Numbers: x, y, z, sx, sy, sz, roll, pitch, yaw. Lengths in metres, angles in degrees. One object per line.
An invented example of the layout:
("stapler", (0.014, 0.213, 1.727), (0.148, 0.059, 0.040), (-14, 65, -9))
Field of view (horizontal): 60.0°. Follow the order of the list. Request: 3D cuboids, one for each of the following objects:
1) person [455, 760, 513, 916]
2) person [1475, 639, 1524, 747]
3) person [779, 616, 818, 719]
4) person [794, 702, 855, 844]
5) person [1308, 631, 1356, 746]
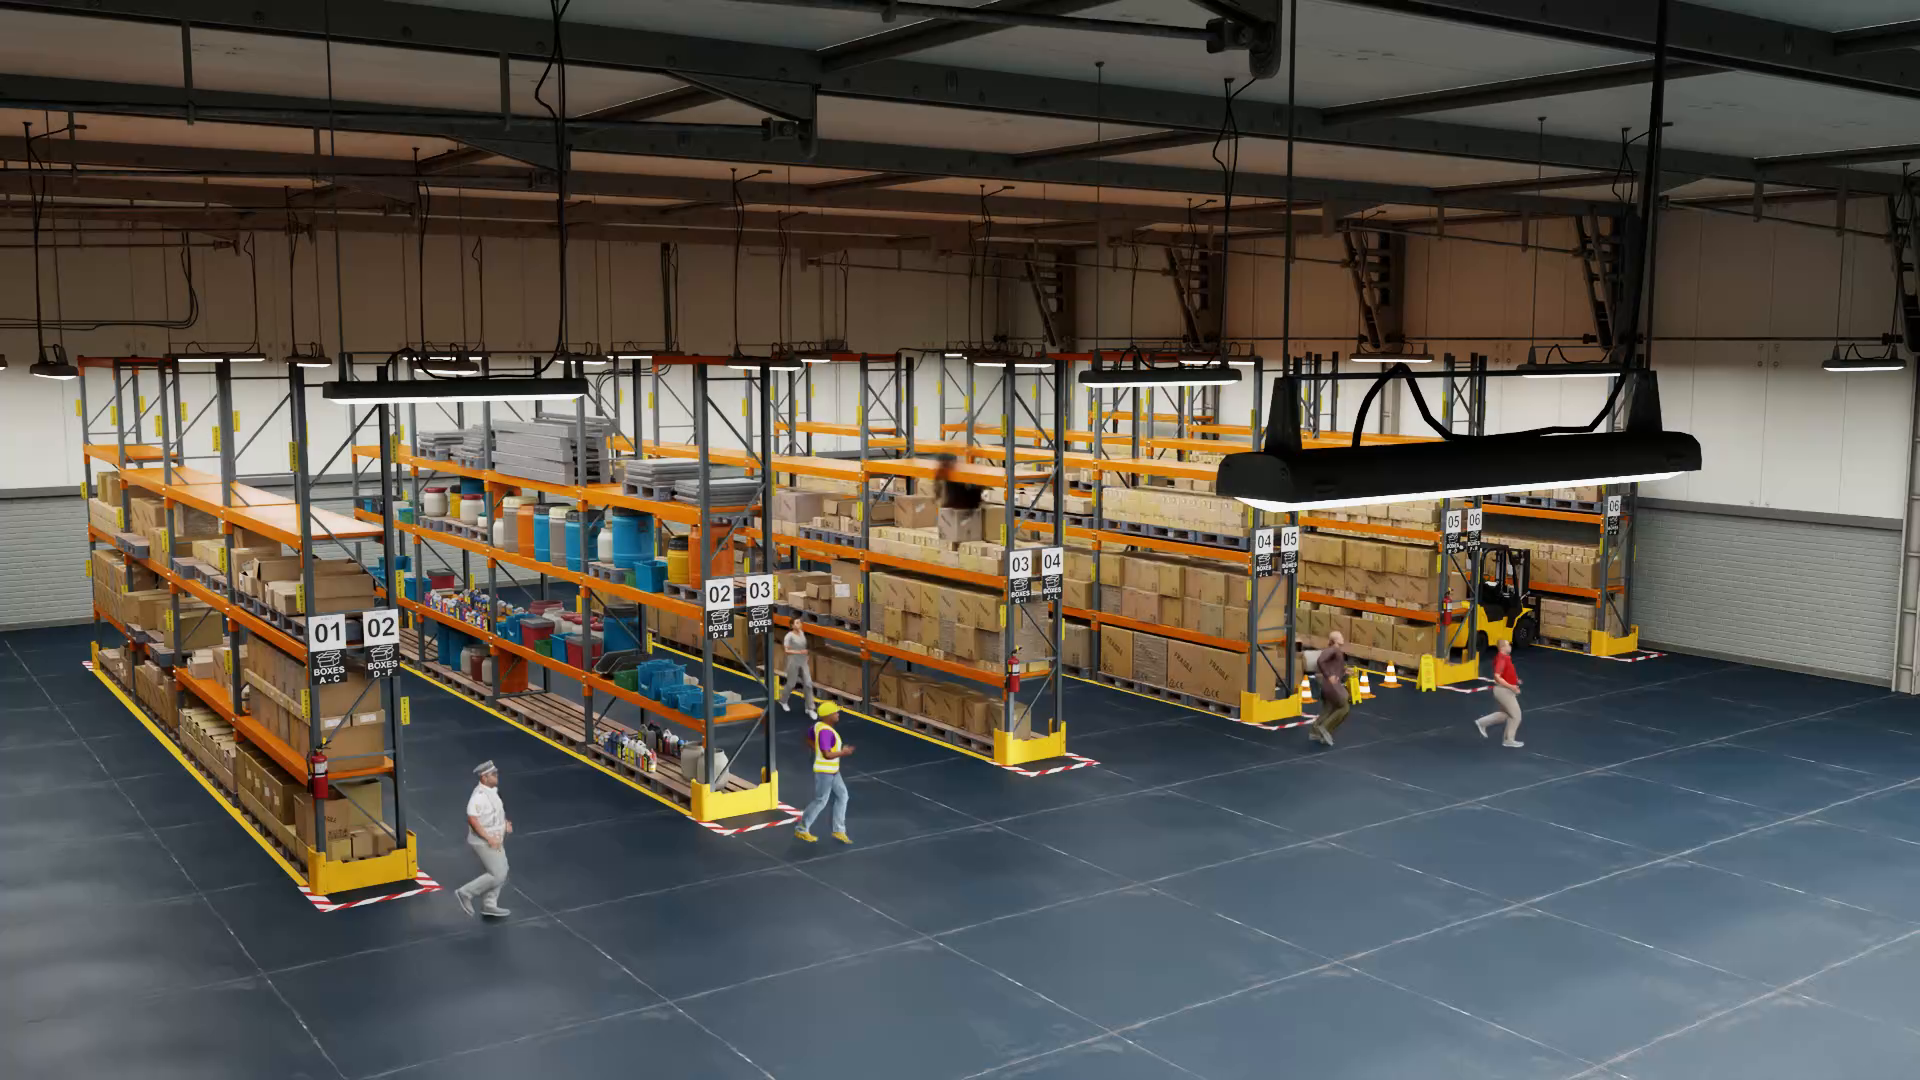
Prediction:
("person", (-5.227, 3.273, 18.226), (0.598, 1.755, 0.683), (-1, 7, -8))
("person", (8.414, 2.368, 25.839), (0.727, 1.678, 0.669), (2, 7, 13))
("person", (-2.734, 2.107, 27.848), (0.552, 1.693, 0.910), (-6, 9, -41))
("person", (-1.690, 2.943, 20.851), (0.772, 1.835, 0.699), (0, 7, -1))
("person", (5.857, 2.331, 26.144), (0.722, 1.707, 0.731), (1, 7, 11))
